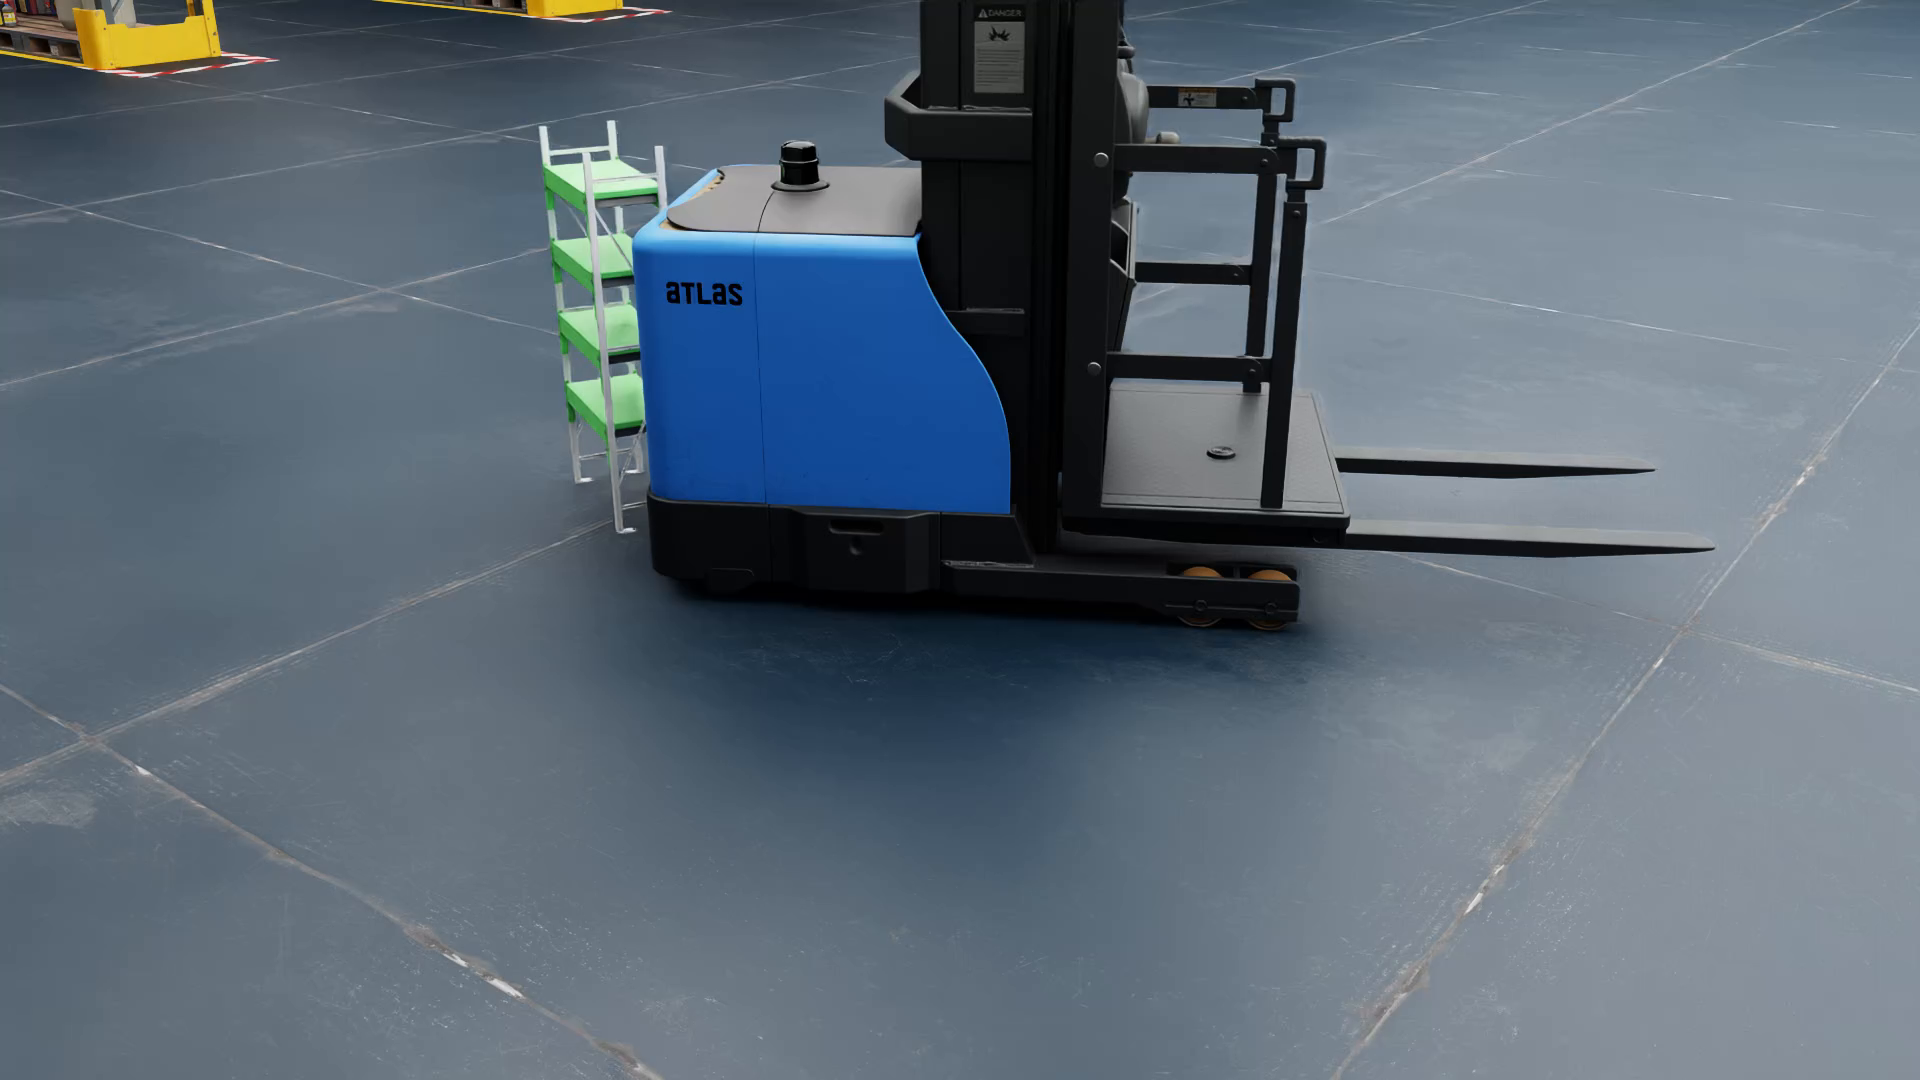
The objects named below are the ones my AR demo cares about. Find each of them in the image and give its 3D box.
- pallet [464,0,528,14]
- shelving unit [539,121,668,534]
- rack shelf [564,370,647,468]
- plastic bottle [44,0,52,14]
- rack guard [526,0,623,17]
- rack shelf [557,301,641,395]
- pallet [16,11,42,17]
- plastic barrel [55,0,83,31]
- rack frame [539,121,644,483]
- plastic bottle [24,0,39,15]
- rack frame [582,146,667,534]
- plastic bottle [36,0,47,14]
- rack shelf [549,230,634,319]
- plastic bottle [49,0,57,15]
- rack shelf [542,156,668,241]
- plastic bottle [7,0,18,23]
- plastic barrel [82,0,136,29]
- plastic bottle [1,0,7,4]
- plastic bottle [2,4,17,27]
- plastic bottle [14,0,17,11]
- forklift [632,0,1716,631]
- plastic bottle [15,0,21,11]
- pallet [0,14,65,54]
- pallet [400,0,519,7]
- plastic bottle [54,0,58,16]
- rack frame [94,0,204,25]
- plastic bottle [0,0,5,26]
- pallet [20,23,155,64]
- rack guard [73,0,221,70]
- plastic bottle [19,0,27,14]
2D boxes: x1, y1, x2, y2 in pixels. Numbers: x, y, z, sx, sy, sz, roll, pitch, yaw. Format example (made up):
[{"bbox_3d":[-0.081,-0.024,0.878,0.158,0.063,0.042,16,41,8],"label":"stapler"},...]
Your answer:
[{"bbox_3d":[-4.973,-6.285,19.252,1.213,0.211,1.003,17,29,33],"label":"pallet"},{"bbox_3d":[-1.099,-0.680,5.306,0.258,1.200,0.503,-12,26,-25],"label":"shelving unit"},{"bbox_3d":[-1.099,-0.402,5.429,0.258,0.148,0.480,-12,26,-25],"label":"rack shelf"},{"bbox_3d":[-9.116,-5.377,16.659,0.097,0.201,0.097,0,24,0],"label":"plastic bottle"},{"bbox_3d":[-4.345,-6.209,18.722,0.348,0.500,1.175,17,29,33],"label":"rack guard"},{"bbox_3d":[-1.099,-0.622,5.332,0.258,0.148,0.480,-12,26,-25],"label":"rack shelf"},{"bbox_3d":[-9.943,-5.252,16.908,1.213,0.211,1.003,17,29,33],"label":"pallet"},{"bbox_3d":[-8.228,-5.046,15.547,0.421,0.512,0.421,0,24,0],"label":"plastic barrel"},{"bbox_3d":[-1.212,-0.768,5.505,0.240,1.200,0.015,-12,26,-25],"label":"rack frame"},{"bbox_3d":[-9.291,-5.400,16.609,0.133,0.283,0.061,17,29,33],"label":"plastic bottle"},{"bbox_3d":[-0.987,-0.593,5.108,0.240,1.200,0.015,-12,26,-25],"label":"rack frame"},{"bbox_3d":[-9.227,-5.431,16.688,0.135,0.276,0.152,17,29,34],"label":"plastic bottle"},{"bbox_3d":[-1.099,-0.842,5.235,0.258,0.148,0.480,-12,26,-25],"label":"rack shelf"},{"bbox_3d":[-9.035,-5.384,16.589,0.097,0.271,0.097,0,24,0],"label":"plastic bottle"},{"bbox_3d":[-1.099,-1.061,5.139,0.258,0.148,0.480,-12,26,-25],"label":"rack shelf"},{"bbox_3d":[-9.109,-5.102,15.932,0.133,0.283,0.061,17,29,33],"label":"plastic bottle"},{"bbox_3d":[-7.827,-4.925,15.272,0.421,0.512,0.421,0,24,0],"label":"plastic barrel"},{"bbox_3d":[-9.172,-5.064,15.855,0.135,0.276,0.152,17,29,34],"label":"plastic bottle"},{"bbox_3d":[-8.987,-4.960,15.712,0.097,0.201,0.097,0,24,0],"label":"plastic bottle"},{"bbox_3d":[-9.682,-5.496,16.836,0.135,0.276,0.152,17,29,33],"label":"plastic bottle"},{"bbox_3d":[0.644,-1.314,4.596,3.031,2.935,1.130,2,24,6],"label":"forklift"},{"bbox_3d":[-9.613,-5.584,16.943,0.185,0.351,0.144,15,28,31],"label":"plastic bottle"},{"bbox_3d":[-8.962,-4.957,16.239,1.213,0.211,1.003,17,29,33],"label":"pallet"},{"bbox_3d":[-5.945,-6.580,19.922,1.213,0.211,1.003,17,29,33],"label":"pallet"},{"bbox_3d":[-8.952,-5.327,16.546,0.097,0.201,0.097,0,24,0],"label":"plastic bottle"},{"bbox_3d":[-7.254,-5.737,14.550,0.127,3.000,1.000,17,29,33],"label":"rack frame"},{"bbox_3d":[-9.091,-5.020,15.746,0.133,0.283,0.061,18,29,35],"label":"plastic bottle"},{"bbox_3d":[-7.990,-4.662,15.569,1.213,0.211,1.003,17,29,33],"label":"pallet"},{"bbox_3d":[-7.343,-4.596,15.061,0.348,0.500,1.175,17,29,33],"label":"rack guard"},{"bbox_3d":[-9.396,-5.436,16.690,0.133,0.283,0.061,17,29,33],"label":"plastic bottle"}]
